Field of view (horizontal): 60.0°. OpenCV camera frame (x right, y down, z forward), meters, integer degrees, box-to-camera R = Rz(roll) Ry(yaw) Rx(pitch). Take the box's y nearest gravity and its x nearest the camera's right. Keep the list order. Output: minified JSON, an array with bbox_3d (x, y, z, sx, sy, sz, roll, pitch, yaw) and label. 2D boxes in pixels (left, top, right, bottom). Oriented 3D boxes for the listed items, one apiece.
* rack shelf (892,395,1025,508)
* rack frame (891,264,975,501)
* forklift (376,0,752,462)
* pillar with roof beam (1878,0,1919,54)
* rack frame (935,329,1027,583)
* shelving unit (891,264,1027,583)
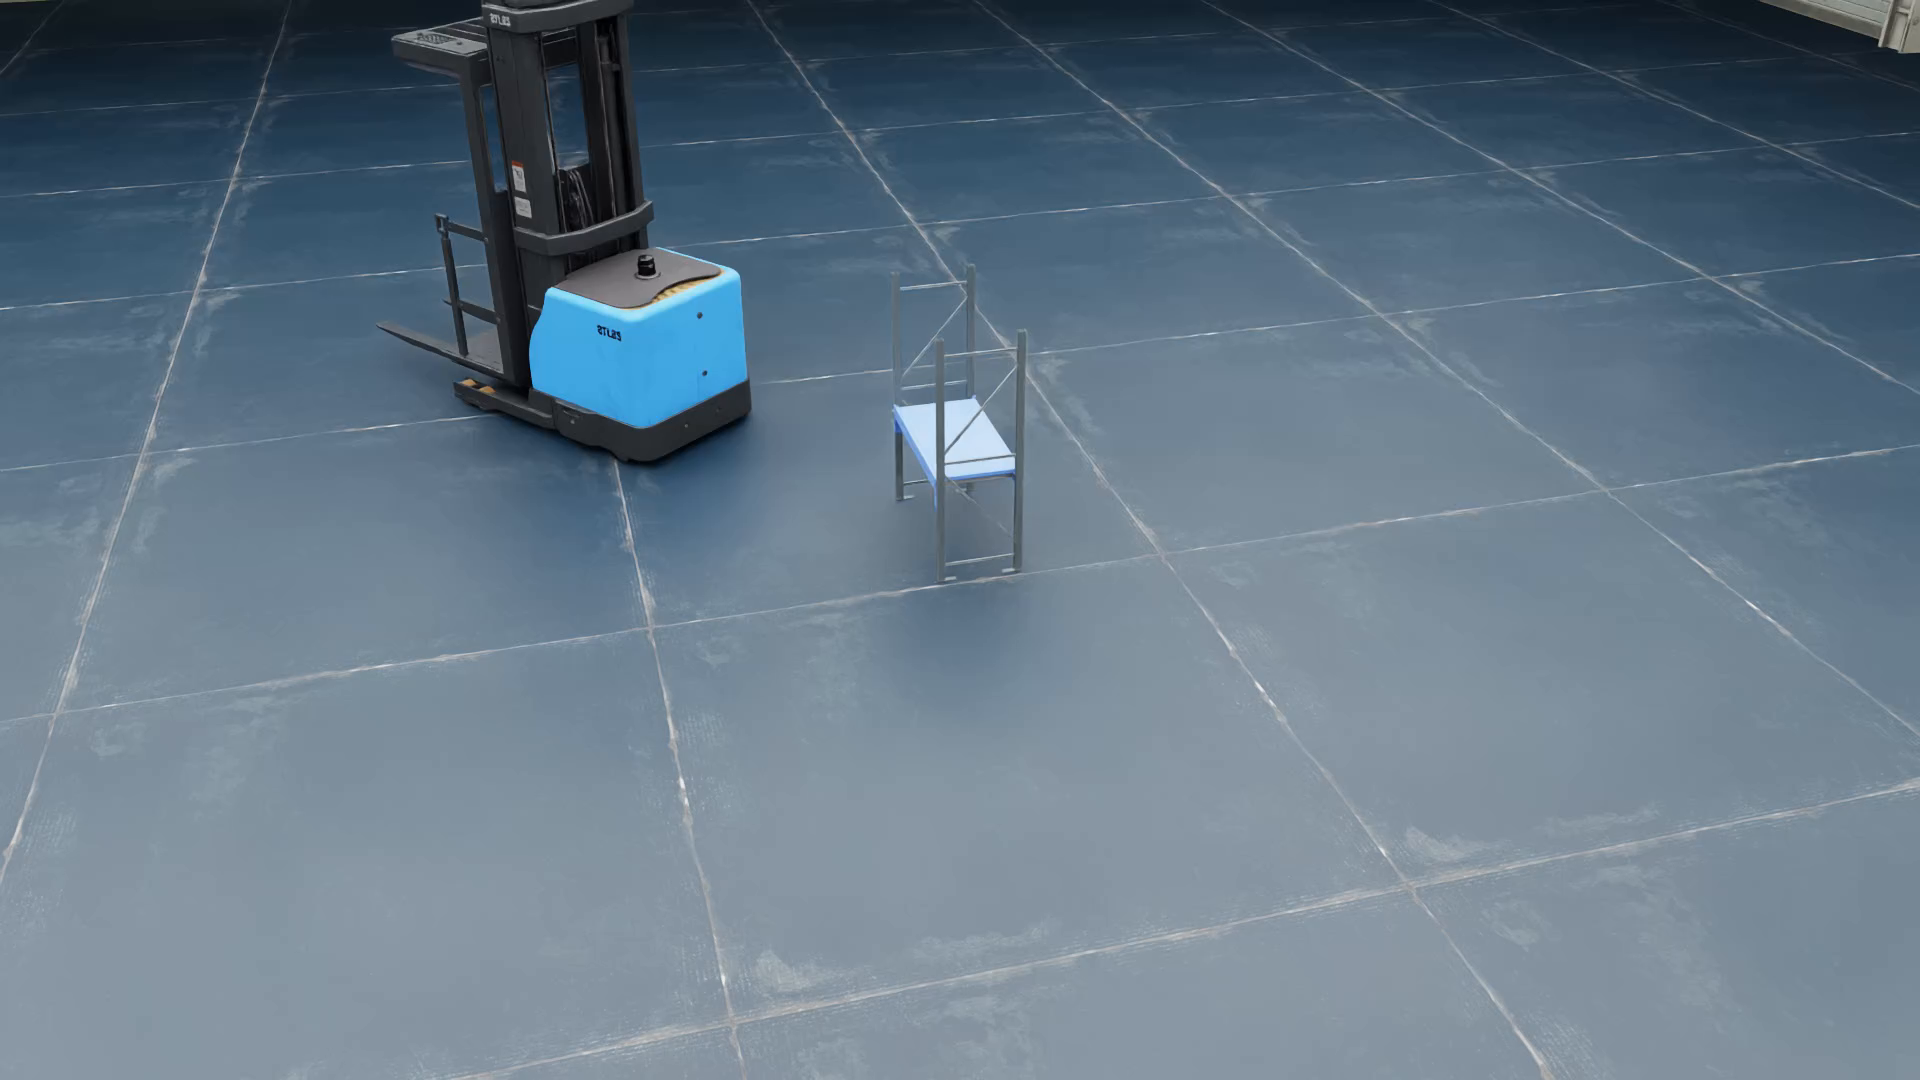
[{"bbox_3d":[-0.023,-0.535,9.767,0.538,0.185,1.000,-8,31,-13],"label":"rack shelf"},{"bbox_3d":[-0.158,-0.936,10.101,0.500,1.500,0.032,-8,31,-13],"label":"rack frame"},{"bbox_3d":[-2.912,-2.355,11.124,3.031,2.935,1.130,20,36,31],"label":"forklift"},{"bbox_3d":[7.361,-9.338,17.131,9.100,9.000,0.400,-8,31,-13],"label":"pillar with roof beam"},{"bbox_3d":[0.112,-0.445,9.252,0.500,1.500,0.032,-8,31,-13],"label":"rack frame"},{"bbox_3d":[-0.023,-0.690,9.677,0.538,1.500,1.048,-8,31,-13],"label":"shelving unit"}]
